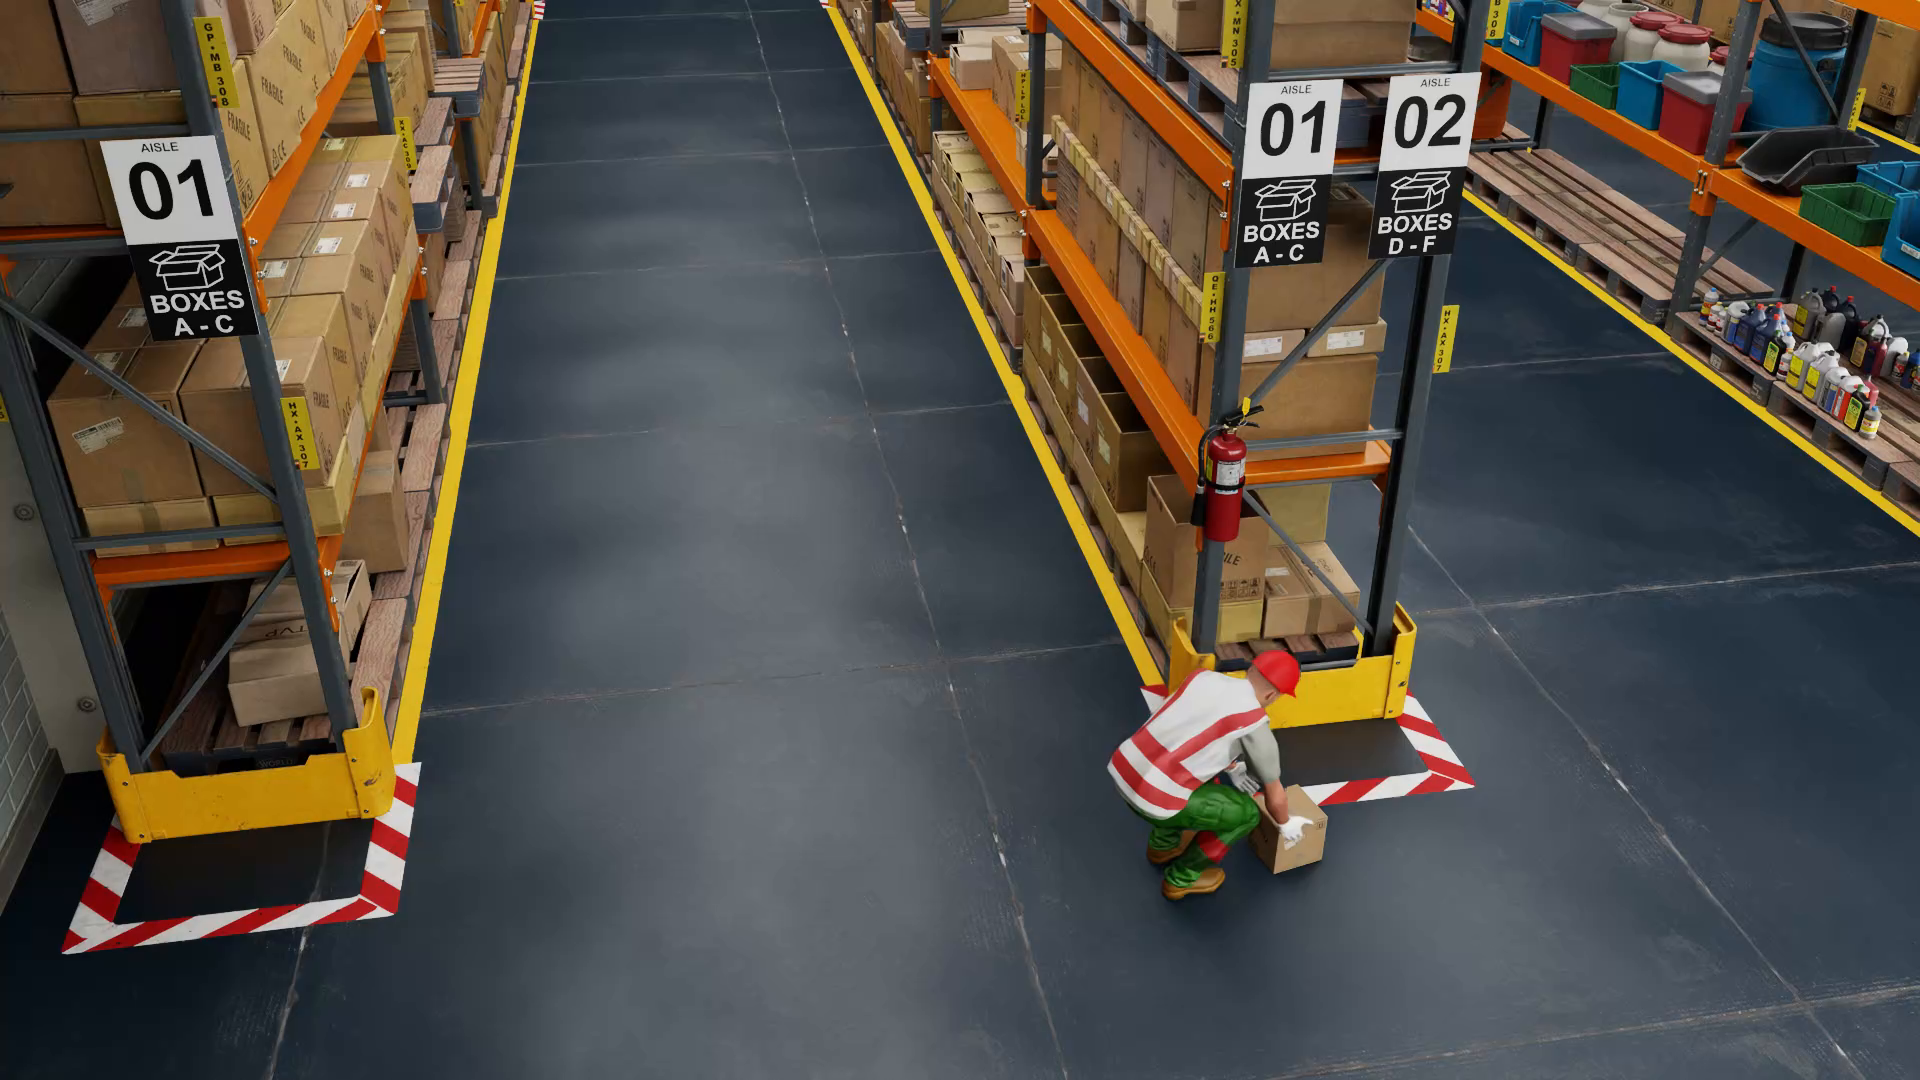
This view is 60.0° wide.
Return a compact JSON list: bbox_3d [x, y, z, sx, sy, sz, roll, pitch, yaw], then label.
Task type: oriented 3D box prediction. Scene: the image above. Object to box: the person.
[{"bbox_3d":[1.056,0.993,7.192,0.876,1.015,0.567,-12,32,-19],"label":"person"}]
